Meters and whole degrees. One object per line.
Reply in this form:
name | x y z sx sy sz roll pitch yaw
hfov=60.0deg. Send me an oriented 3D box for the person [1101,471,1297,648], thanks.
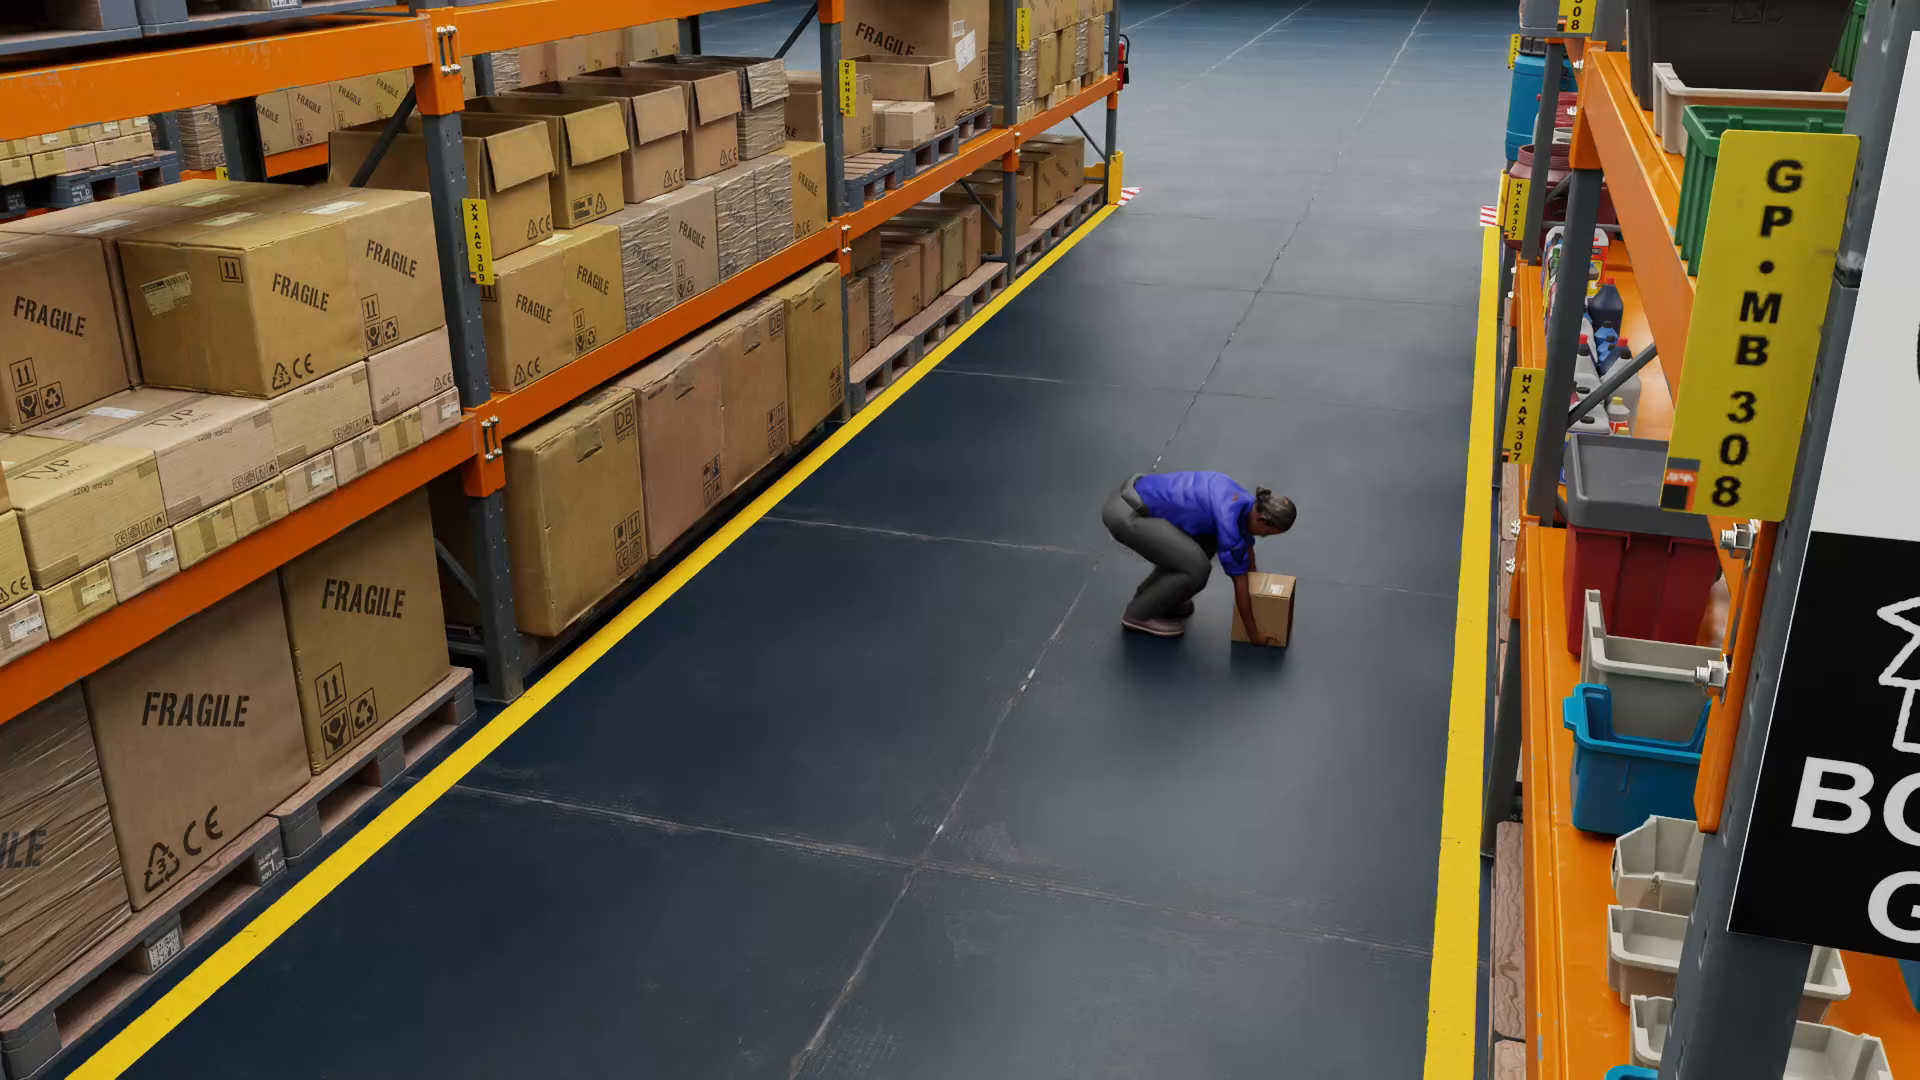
person | 1.094 0.062 7.685 0.873 0.771 0.466 6 23 14
